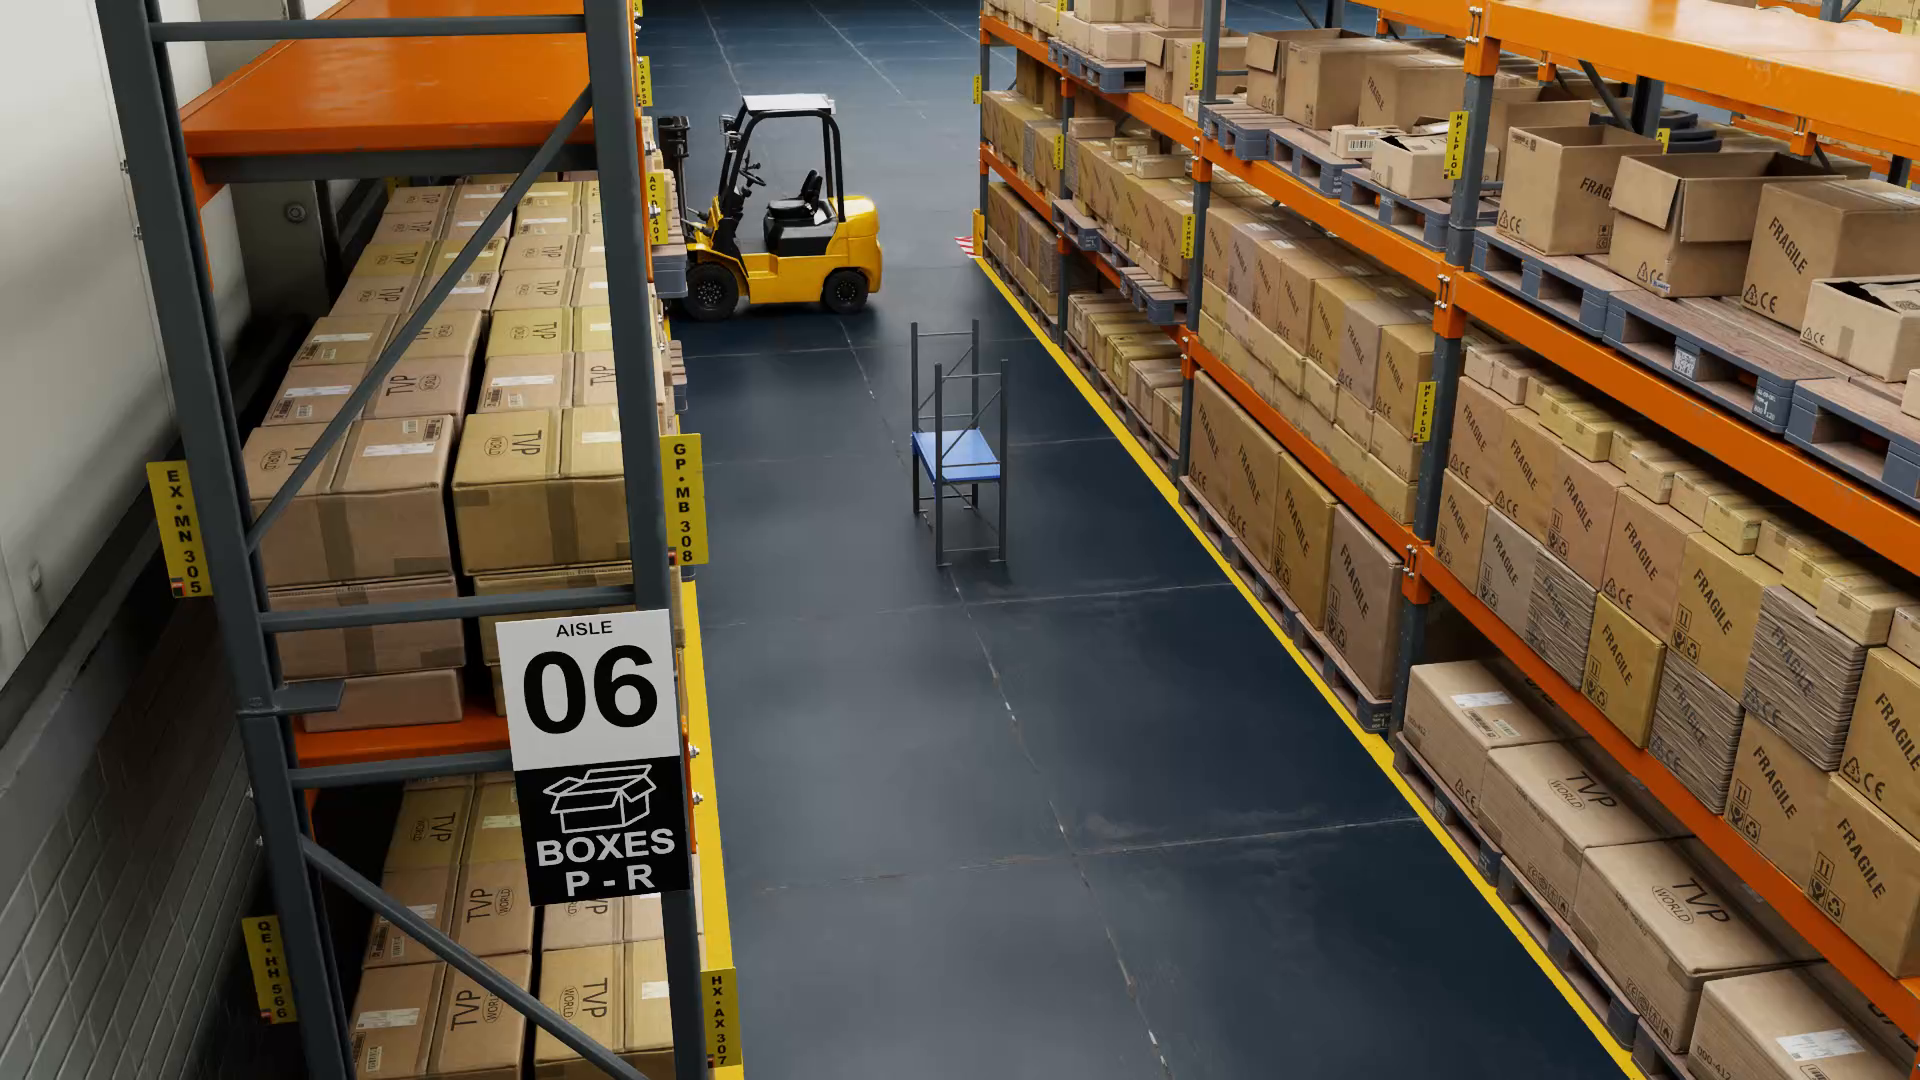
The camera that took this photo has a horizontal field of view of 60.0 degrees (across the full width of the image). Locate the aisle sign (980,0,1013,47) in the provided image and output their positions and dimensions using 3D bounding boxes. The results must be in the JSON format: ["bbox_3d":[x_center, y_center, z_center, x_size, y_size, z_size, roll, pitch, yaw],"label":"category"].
[{"bbox_3d":[0.425,-6.131,19.291,0.394,0.787,0.004,-4,24,-10],"label":"aisle sign"}]

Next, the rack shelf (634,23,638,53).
[{"bbox_3d":[-3.767,-4.827,16.706,1.077,0.370,4.000,-4,24,-10],"label":"rack shelf"}]

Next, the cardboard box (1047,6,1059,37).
[{"bbox_3d":[1.134,-4.961,15.930,0.500,0.250,0.500,-5,24,-10],"label":"cardboard box"}]

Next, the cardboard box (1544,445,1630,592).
[{"bbox_3d":[2.981,-0.115,7.392,0.500,0.500,0.500,-4,24,-9],"label":"cardboard box"}]

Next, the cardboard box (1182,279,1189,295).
[{"bbox_3d":[1.928,-1.980,12.825,0.380,0.149,0.250,-3,24,-8],"label":"cardboard box"}]

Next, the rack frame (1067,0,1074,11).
[{"bbox_3d":[1.480,-6.114,15.005,1.000,3.000,0.127,-4,24,-10],"label":"rack frame"}]

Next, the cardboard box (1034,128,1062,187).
[{"bbox_3d":[1.052,-3.905,16.947,0.500,0.500,0.500,-4,24,-8],"label":"cardboard box"}]

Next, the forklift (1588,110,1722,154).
[{"bbox_3d":[4.846,-1.890,12.915,1.130,2.935,3.031,-3,24,-7],"label":"forklift"}]

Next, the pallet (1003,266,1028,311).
[{"bbox_3d":[1.092,-2.829,18.464,1.003,0.211,1.213,-4,24,-10],"label":"pallet"}]

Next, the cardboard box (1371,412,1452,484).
[{"bbox_3d":[2.639,-0.534,9.287,0.500,0.250,0.500,-4,24,-10],"label":"cardboard box"}]

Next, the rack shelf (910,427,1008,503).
[{"bbox_3d":[-0.016,-0.556,12.099,0.538,0.185,1.000,-4,24,-10],"label":"rack shelf"}]

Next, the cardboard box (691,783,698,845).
[{"bbox_3d":[-1.188,1.061,5.889,0.500,0.250,0.500,-5,24,-11],"label":"cardboard box"}]

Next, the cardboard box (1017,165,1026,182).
[{"bbox_3d":[0.829,-3.954,17.870,0.380,0.149,0.250,-4,24,-9],"label":"cardboard box"}]

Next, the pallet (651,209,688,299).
[{"bbox_3d":[-1.969,-1.399,8.193,1.213,0.211,1.003,-4,24,-10],"label":"pallet"}]

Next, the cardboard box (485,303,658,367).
[{"bbox_3d":[-1.195,-0.538,5.178,0.500,0.250,0.500,-5,24,-11],"label":"cardboard box"}]

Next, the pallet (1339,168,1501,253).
[{"bbox_3d":[2.742,-1.862,9.256,0.805,0.209,1.217,-5,24,-12],"label":"pallet"}]

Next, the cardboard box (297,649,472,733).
[{"bbox_3d":[-1.465,0.356,4.253,0.380,0.149,0.250,-4,24,-8],"label":"cardboard box"}]

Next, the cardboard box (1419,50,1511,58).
[{"bbox_3d":[5.780,-5.319,19.144,0.875,0.550,0.550,-4,24,-10],"label":"cardboard box"}]

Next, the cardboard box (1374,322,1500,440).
[{"bbox_3d":[2.630,-0.879,9.141,0.500,0.500,0.500,-4,24,-8],"label":"cardboard box"}]

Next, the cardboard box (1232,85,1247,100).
[{"bbox_3d":[2.282,-3.341,12.572,0.396,0.266,0.258,-4,24,-10],"label":"cardboard box"}]

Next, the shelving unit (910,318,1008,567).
[{"bbox_3d":[-0.016,-0.721,12.027,0.538,1.500,1.048,-4,24,-10],"label":"shelving unit"}]

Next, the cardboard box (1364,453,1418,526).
[{"bbox_3d":[2.629,-0.307,9.392,0.500,0.250,0.500,-5,24,-11],"label":"cardboard box"}]

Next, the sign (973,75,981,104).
[{"bbox_3d":[0.208,-5.294,19.543,0.100,0.325,0.005,-4,24,-10],"label":"sign"}]

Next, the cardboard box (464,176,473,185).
[{"bbox_3d":[-2.088,-1.592,7.693,0.380,0.149,0.250,-5,24,-10],"label":"cardboard box"}]

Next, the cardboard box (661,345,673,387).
[{"bbox_3d":[-2.028,-0.807,9.699,0.700,0.500,0.500,-4,24,-10],"label":"cardboard box"}]

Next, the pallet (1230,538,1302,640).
[{"bbox_3d":[2.514,0.281,11.342,1.003,0.211,1.213,-4,24,-10],"label":"pallet"}]

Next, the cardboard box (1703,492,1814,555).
[{"bbox_3d":[3.146,-0.070,6.478,0.380,0.149,0.250,-4,24,-8],"label":"cardboard box"}]

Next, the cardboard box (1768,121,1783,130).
[{"bbox_3d":[10.357,-5.227,20.785,0.380,0.149,0.250,-4,24,-10],"label":"cardboard box"}]

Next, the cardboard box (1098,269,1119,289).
[{"bbox_3d":[1.637,-2.893,17.099,0.500,0.500,0.500,-3,24,-7],"label":"cardboard box"}]

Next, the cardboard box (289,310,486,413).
[{"bbox_3d":[-1.736,-0.508,5.108,0.500,0.250,0.500,-4,24,-9],"label":"cardboard box"}]

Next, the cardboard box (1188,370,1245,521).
[{"bbox_3d":[2.266,-0.732,12.309,0.875,0.875,0.875,-5,24,-10],"label":"cardboard box"}]

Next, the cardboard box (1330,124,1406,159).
[{"bbox_3d":[2.463,-2.411,10.041,0.380,0.166,0.250,-2,24,-5],"label":"cardboard box"}]

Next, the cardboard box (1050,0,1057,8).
[{"bbox_3d":[1.084,-5.195,15.966,0.380,0.149,0.250,-5,24,-11],"label":"cardboard box"}]

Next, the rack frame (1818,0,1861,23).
[{"bbox_3d":[7.066,-4.947,12.333,1.000,3.000,0.127,-4,24,-10],"label":"rack frame"}]

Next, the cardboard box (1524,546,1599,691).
[{"bbox_3d":[2.964,0.335,7.611,0.500,0.500,0.500,-4,24,-9],"label":"cardboard box"}]

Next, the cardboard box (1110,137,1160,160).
[{"bbox_3d":[1.522,-3.406,14.468,0.380,0.149,0.250,-3,24,-7],"label":"cardboard box"}]

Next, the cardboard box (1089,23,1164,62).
[{"bbox_3d":[1.404,-4.208,14.051,0.500,0.250,0.500,-5,24,-10],"label":"cardboard box"}]

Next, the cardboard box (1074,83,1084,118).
[{"bbox_3d":[1.539,-4.397,16.823,0.700,0.500,0.500,-4,24,-9],"label":"cardboard box"}]

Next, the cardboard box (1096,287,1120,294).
[{"bbox_3d":[1.637,-2.549,17.249,0.500,0.250,0.500,-5,24,-12],"label":"cardboard box"}]

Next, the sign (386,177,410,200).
[{"bbox_3d":[-2.462,-1.599,7.277,0.100,0.325,0.005,-4,24,-10],"label":"sign"}]

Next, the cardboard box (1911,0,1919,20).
[{"bbox_3d":[10.792,-5.770,18.153,0.500,0.250,0.500,-4,24,-8],"label":"cardboard box"}]

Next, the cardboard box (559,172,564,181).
[{"bbox_3d":[-2.380,-2.065,9.146,0.380,0.149,0.250,-4,24,-9],"label":"cardboard box"}]

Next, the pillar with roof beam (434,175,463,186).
[{"bbox_3d":[0.447,-4.936,12.309,9.100,9.000,0.400,-4,24,-10],"label":"pillar with roof beam"}]

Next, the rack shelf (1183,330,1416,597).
[{"bbox_3d":[2.590,-0.675,10.946,1.077,0.370,4.000,-4,24,-10],"label":"rack shelf"}]

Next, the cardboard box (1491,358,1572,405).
[{"bbox_3d":[2.826,-0.776,8.095,0.380,0.149,0.250,-4,24,-9],"label":"cardboard box"}]

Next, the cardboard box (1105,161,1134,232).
[{"bbox_3d":[1.562,-2.940,14.212,0.500,0.500,0.500,-5,24,-12],"label":"cardboard box"}]

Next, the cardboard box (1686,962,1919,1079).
[{"bbox_3d":[3.479,2.085,6.405,0.875,0.438,0.875,-5,24,-12],"label":"cardboard box"}]

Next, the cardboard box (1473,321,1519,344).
[{"bbox_3d":[3.161,-0.916,9.226,0.500,0.500,0.500,-4,24,-9],"label":"cardboard box"}]

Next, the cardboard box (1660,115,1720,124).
[{"bbox_3d":[6.614,-3.679,15.551,0.700,0.500,0.500,-4,24,-9],"label":"cardboard box"}]

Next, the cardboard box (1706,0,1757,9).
[{"bbox_3d":[6.469,-4.519,14.327,0.500,0.500,0.500,-4,24,-10],"label":"cardboard box"}]

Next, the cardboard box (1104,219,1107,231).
[{"bbox_3d":[1.487,-2.795,14.690,0.380,0.149,0.250,-4,24,-9],"label":"cardboard box"}]

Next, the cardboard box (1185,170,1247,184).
[{"bbox_3d":[2.156,-2.773,13.830,0.500,0.500,0.500,-4,24,-9],"label":"cardboard box"}]

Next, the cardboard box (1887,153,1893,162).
[{"bbox_3d":[10.711,-4.338,18.748,0.380,0.149,0.250,-4,24,-10],"label":"cardboard box"}]

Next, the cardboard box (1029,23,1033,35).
[{"bbox_3d":[0.930,-5.341,17.297,0.380,0.149,0.250,-5,24,-10],"label":"cardboard box"}]

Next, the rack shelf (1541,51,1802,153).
[{"bbox_3d":[6.696,-4.029,14.878,1.077,0.370,4.000,-4,24,-10],"label":"rack shelf"}]
